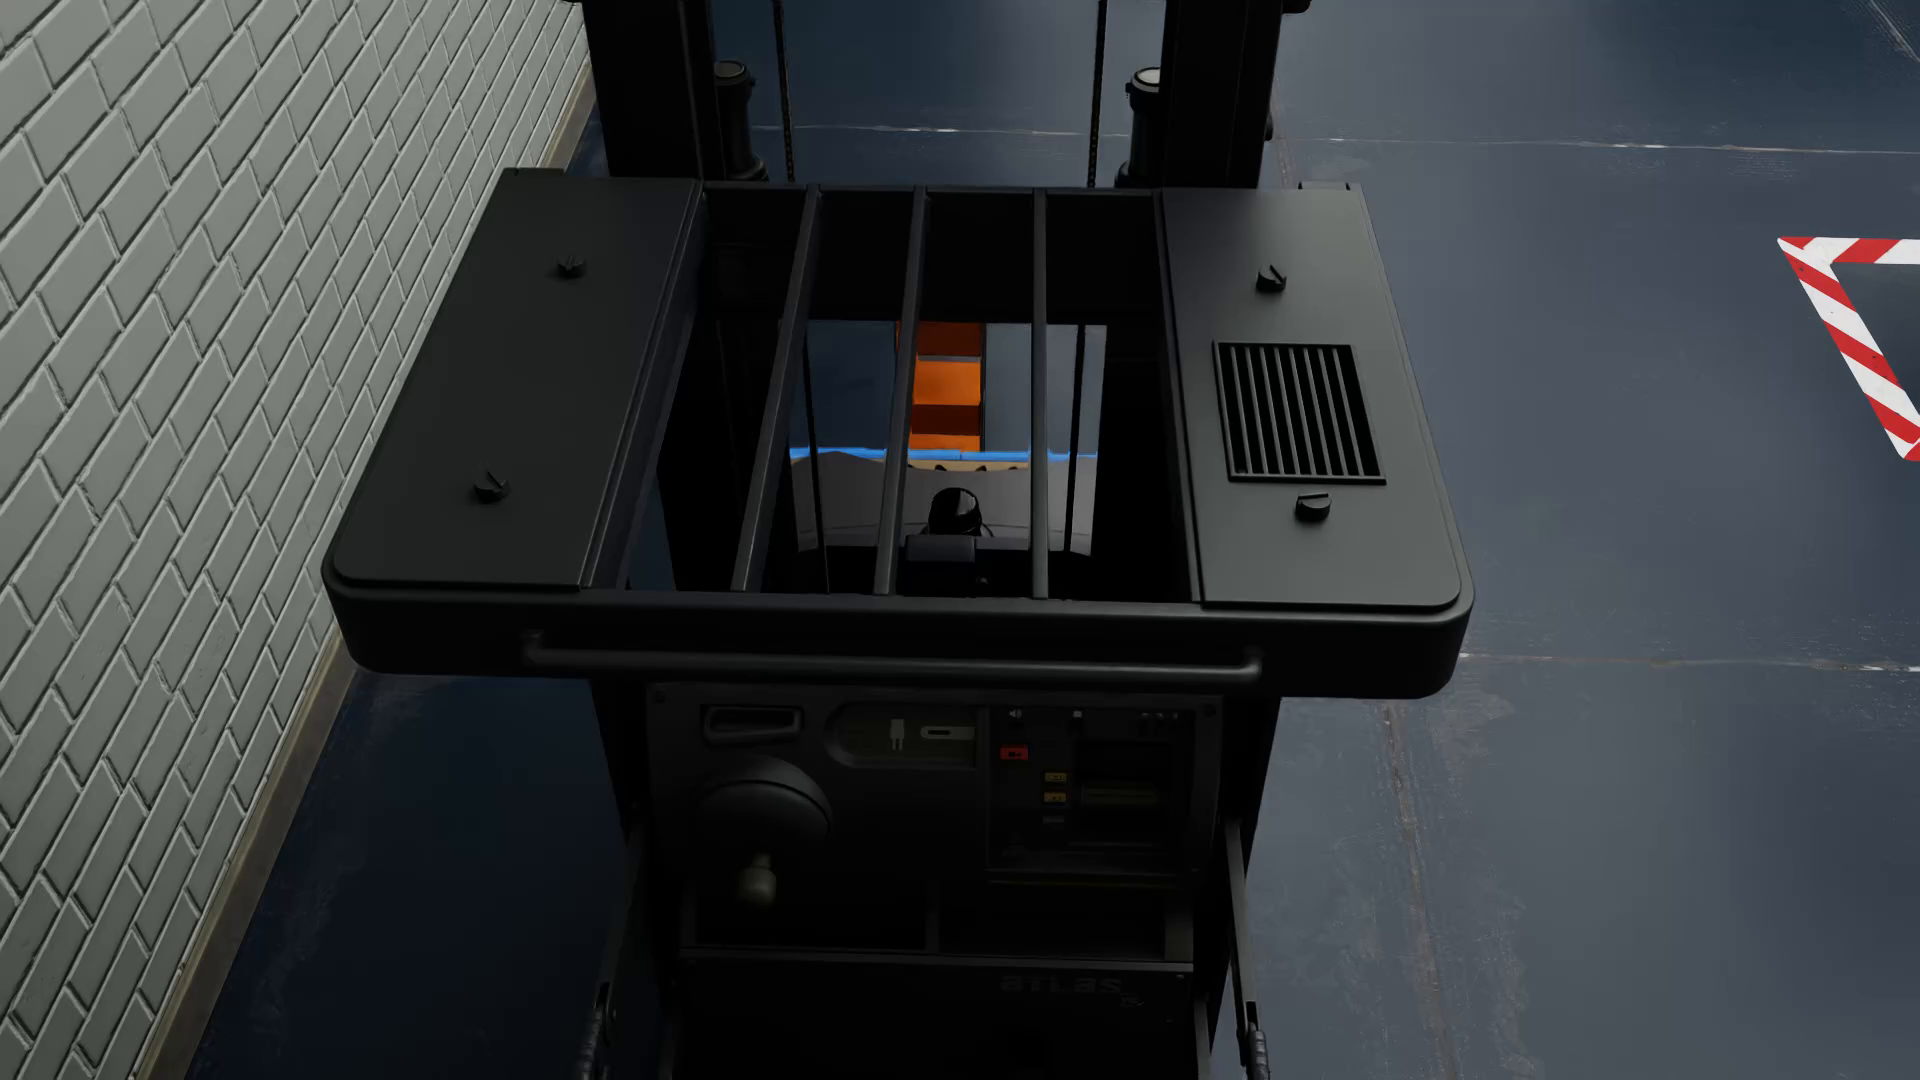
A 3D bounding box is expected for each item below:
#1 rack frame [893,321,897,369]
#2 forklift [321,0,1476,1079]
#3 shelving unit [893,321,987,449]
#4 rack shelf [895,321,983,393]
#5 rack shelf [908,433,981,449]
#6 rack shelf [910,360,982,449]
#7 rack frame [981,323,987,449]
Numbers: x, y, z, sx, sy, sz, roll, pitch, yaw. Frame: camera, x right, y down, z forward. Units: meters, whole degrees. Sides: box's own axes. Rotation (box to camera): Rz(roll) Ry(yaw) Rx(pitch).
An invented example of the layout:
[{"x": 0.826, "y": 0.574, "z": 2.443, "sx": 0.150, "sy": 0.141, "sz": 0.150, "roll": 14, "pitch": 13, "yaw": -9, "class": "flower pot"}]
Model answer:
[{"x": -0.175, "y": -0.390, "z": 4.898, "sx": 0.008, "sy": 1.050, "sz": 0.200, "roll": 2, "pitch": 43, "yaw": 2, "class": "rack frame"}, {"x": -0.048, "y": 0.500, "z": 2.563, "sx": 1.130, "sy": 2.935, "sz": 3.031, "roll": 1, "pitch": 43, "yaw": 1, "class": "forklift"}, {"x": -0.053, "y": -0.386, "z": 4.894, "sx": 0.252, "sy": 1.050, "sz": 0.215, "roll": 2, "pitch": 43, "yaw": 2, "class": "shelving unit"}, {"x": -0.053, "y": -0.586, "z": 4.708, "sx": 0.240, "sy": 0.259, "sz": 0.215, "roll": 2, "pitch": 43, "yaw": 2, "class": "rack shelf"}, {"x": -0.053, "y": -0.175, "z": 5.091, "sx": 0.240, "sy": 0.259, "sz": 0.215, "roll": 2, "pitch": 43, "yaw": 2, "class": "rack shelf"}, {"x": -0.053, "y": -0.378, "z": 4.901, "sx": 0.240, "sy": 0.259, "sz": 0.215, "roll": 2, "pitch": 43, "yaw": 2, "class": "rack shelf"}, {"x": 0.068, "y": -0.382, "z": 4.890, "sx": 0.008, "sy": 1.050, "sz": 0.200, "roll": 2, "pitch": 43, "yaw": 2, "class": "rack frame"}]
